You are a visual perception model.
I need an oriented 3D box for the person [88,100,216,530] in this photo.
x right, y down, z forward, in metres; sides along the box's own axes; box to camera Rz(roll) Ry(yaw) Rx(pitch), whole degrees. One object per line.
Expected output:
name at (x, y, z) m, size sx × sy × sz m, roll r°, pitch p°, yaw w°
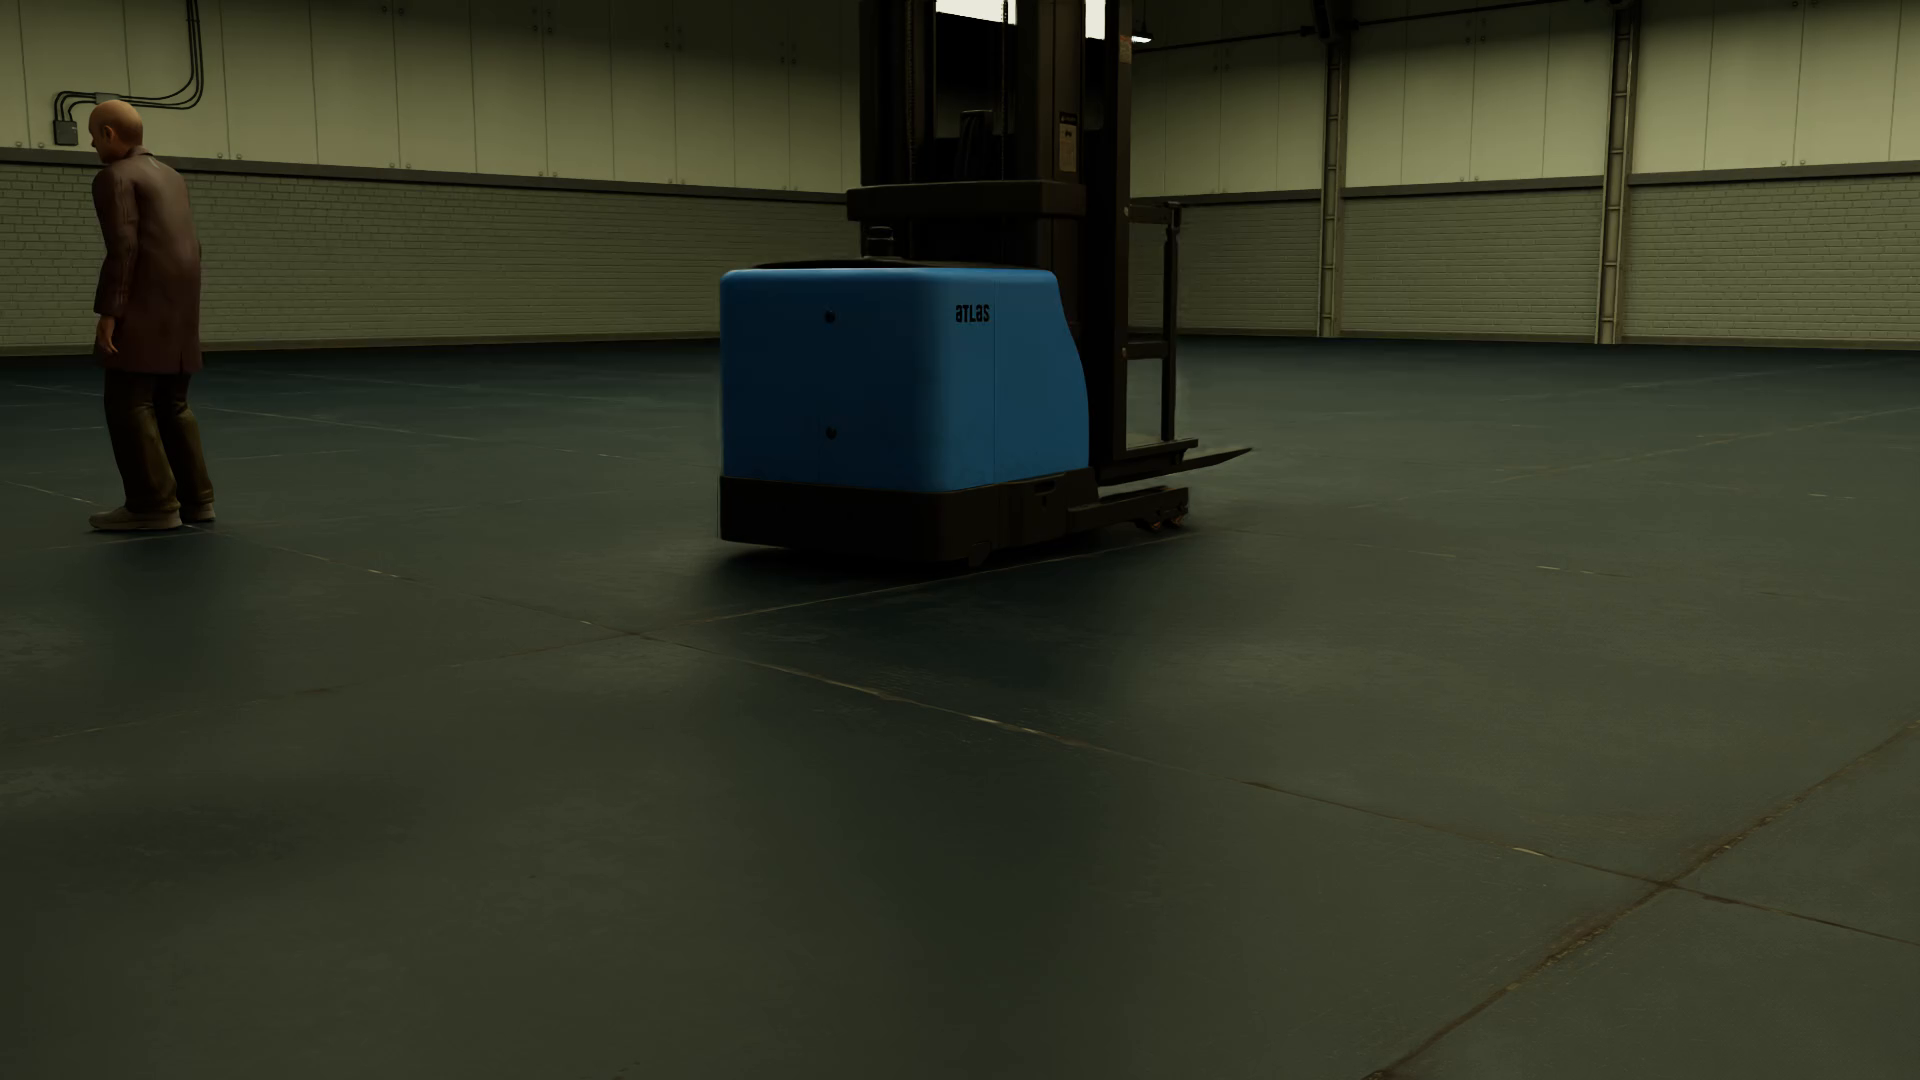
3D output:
person at (-3.428, -0.881, 7.001) m, size 0.435 × 1.657 × 0.643 m, roll 1°, pitch 9°, yaw 6°

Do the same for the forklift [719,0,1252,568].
forklift at (0.332, -1.526, 7.009) m, size 1.130 × 2.935 × 3.031 m, roll 6°, pitch 10°, yaw 33°
